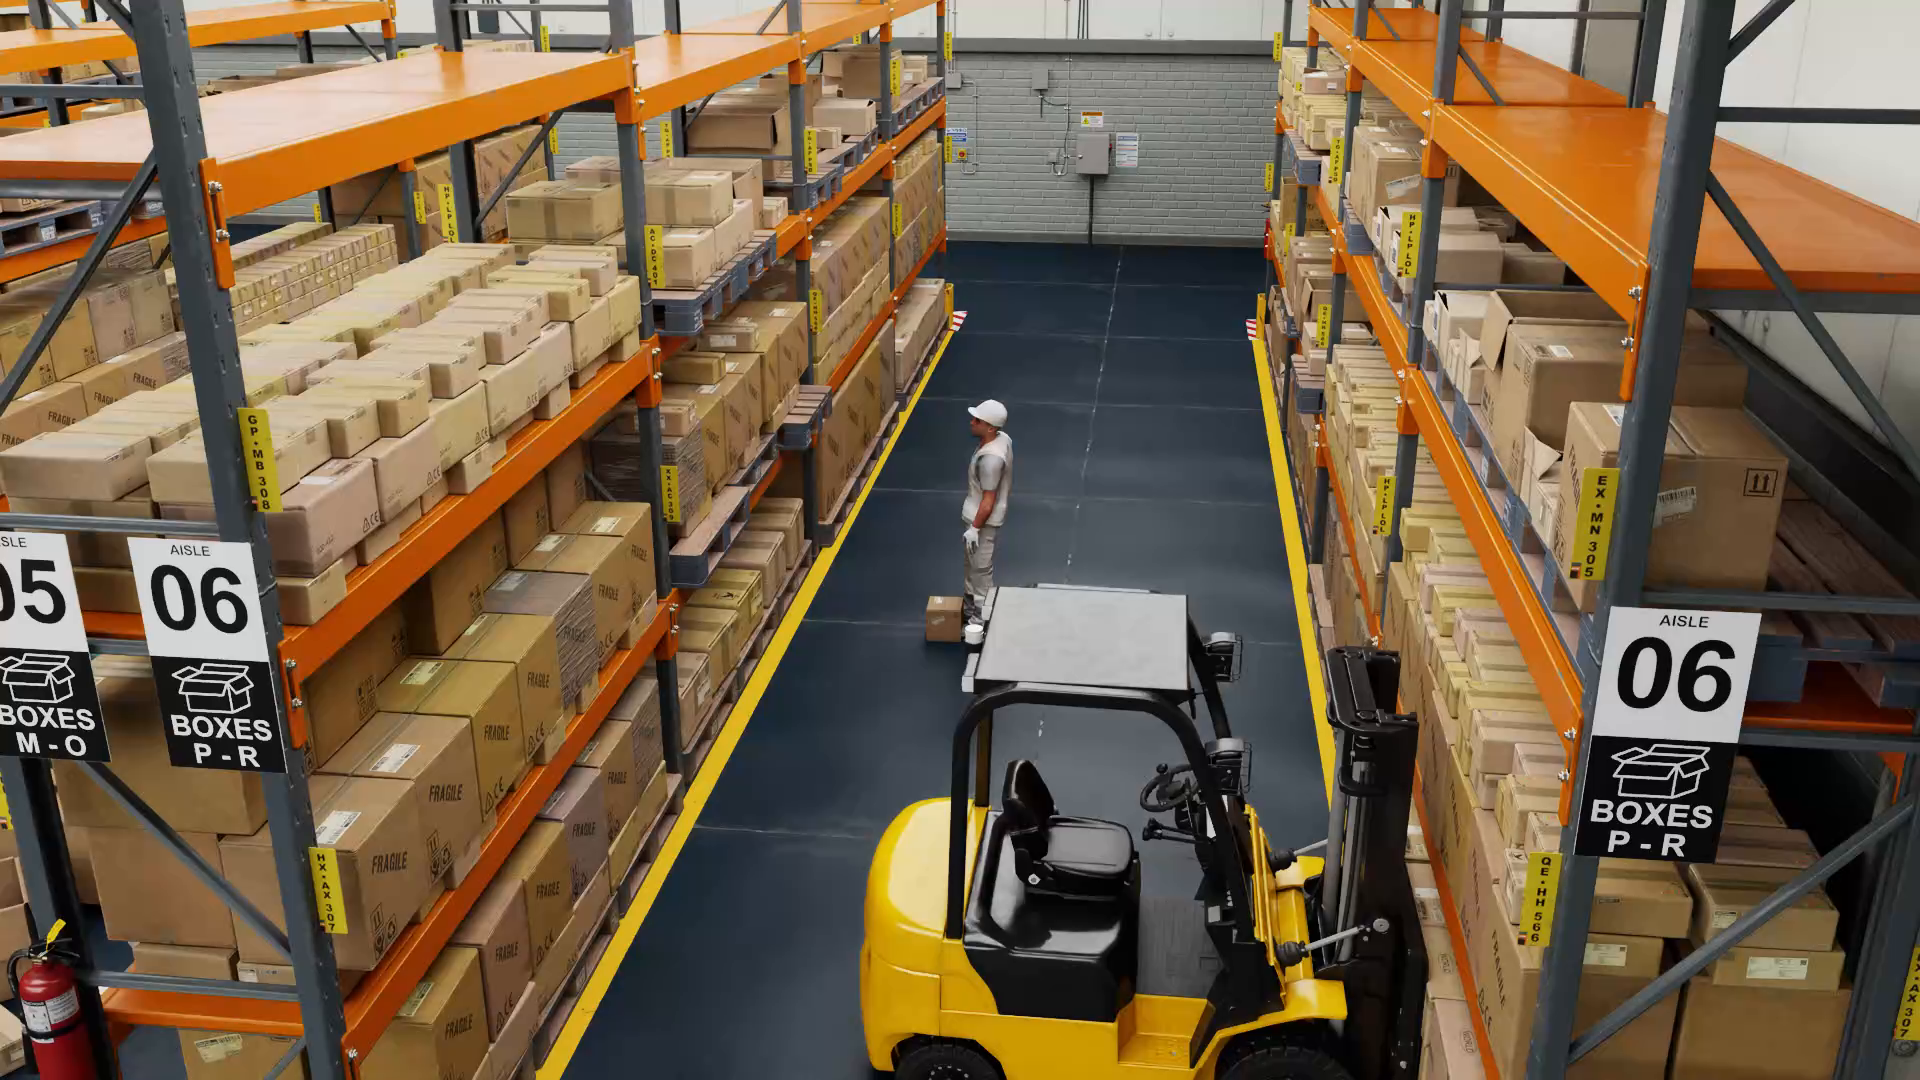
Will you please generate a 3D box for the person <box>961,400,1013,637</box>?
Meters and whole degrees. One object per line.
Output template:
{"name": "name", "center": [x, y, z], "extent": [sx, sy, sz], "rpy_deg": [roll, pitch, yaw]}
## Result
{"name": "person", "center": [0.087, -0.154, 11.857], "extent": [0.564, 1.787, 0.637], "rpy_deg": [2, 21, 6]}
